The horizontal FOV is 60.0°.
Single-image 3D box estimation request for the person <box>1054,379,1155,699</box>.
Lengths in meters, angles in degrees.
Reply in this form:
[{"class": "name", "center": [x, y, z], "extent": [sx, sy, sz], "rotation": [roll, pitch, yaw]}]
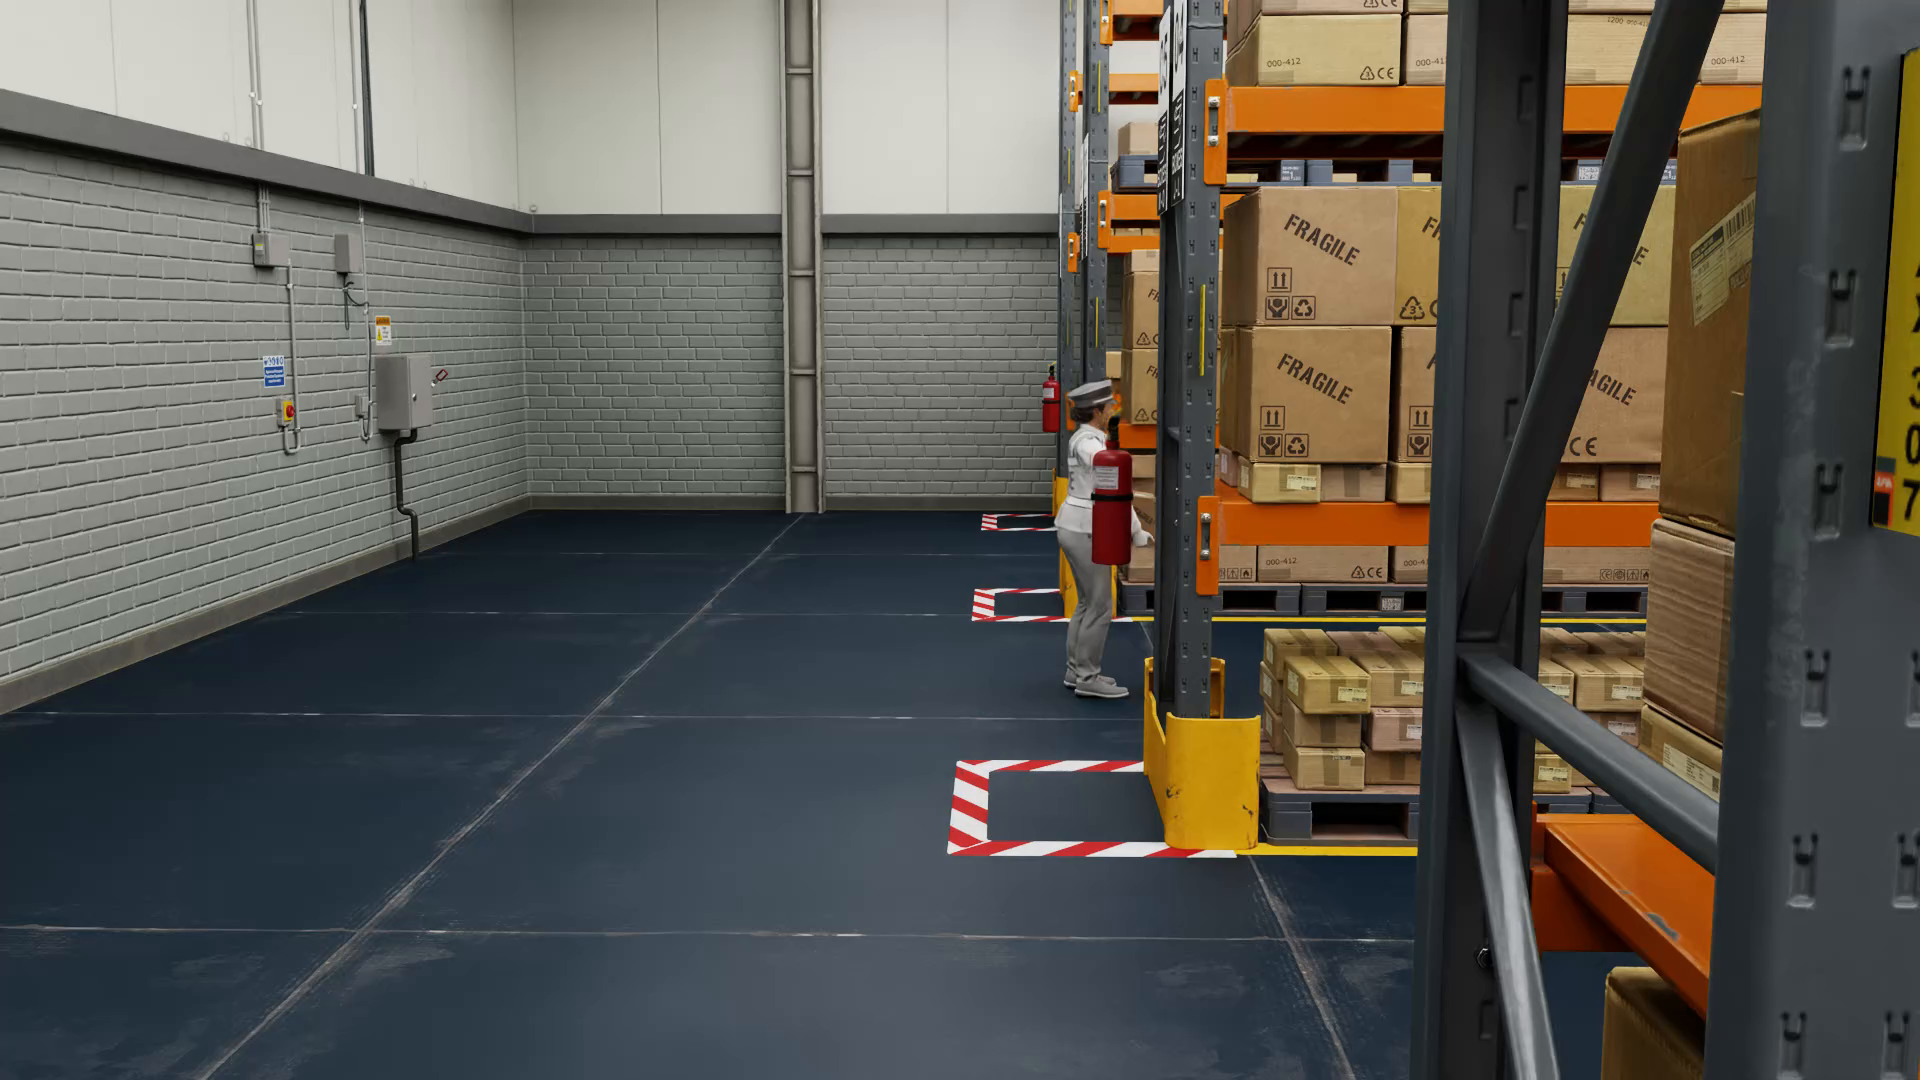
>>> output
[{"class": "person", "center": [0.764, -0.012, 8.833], "extent": [0.528, 1.682, 0.416], "rotation": [0, 7, 0]}]
